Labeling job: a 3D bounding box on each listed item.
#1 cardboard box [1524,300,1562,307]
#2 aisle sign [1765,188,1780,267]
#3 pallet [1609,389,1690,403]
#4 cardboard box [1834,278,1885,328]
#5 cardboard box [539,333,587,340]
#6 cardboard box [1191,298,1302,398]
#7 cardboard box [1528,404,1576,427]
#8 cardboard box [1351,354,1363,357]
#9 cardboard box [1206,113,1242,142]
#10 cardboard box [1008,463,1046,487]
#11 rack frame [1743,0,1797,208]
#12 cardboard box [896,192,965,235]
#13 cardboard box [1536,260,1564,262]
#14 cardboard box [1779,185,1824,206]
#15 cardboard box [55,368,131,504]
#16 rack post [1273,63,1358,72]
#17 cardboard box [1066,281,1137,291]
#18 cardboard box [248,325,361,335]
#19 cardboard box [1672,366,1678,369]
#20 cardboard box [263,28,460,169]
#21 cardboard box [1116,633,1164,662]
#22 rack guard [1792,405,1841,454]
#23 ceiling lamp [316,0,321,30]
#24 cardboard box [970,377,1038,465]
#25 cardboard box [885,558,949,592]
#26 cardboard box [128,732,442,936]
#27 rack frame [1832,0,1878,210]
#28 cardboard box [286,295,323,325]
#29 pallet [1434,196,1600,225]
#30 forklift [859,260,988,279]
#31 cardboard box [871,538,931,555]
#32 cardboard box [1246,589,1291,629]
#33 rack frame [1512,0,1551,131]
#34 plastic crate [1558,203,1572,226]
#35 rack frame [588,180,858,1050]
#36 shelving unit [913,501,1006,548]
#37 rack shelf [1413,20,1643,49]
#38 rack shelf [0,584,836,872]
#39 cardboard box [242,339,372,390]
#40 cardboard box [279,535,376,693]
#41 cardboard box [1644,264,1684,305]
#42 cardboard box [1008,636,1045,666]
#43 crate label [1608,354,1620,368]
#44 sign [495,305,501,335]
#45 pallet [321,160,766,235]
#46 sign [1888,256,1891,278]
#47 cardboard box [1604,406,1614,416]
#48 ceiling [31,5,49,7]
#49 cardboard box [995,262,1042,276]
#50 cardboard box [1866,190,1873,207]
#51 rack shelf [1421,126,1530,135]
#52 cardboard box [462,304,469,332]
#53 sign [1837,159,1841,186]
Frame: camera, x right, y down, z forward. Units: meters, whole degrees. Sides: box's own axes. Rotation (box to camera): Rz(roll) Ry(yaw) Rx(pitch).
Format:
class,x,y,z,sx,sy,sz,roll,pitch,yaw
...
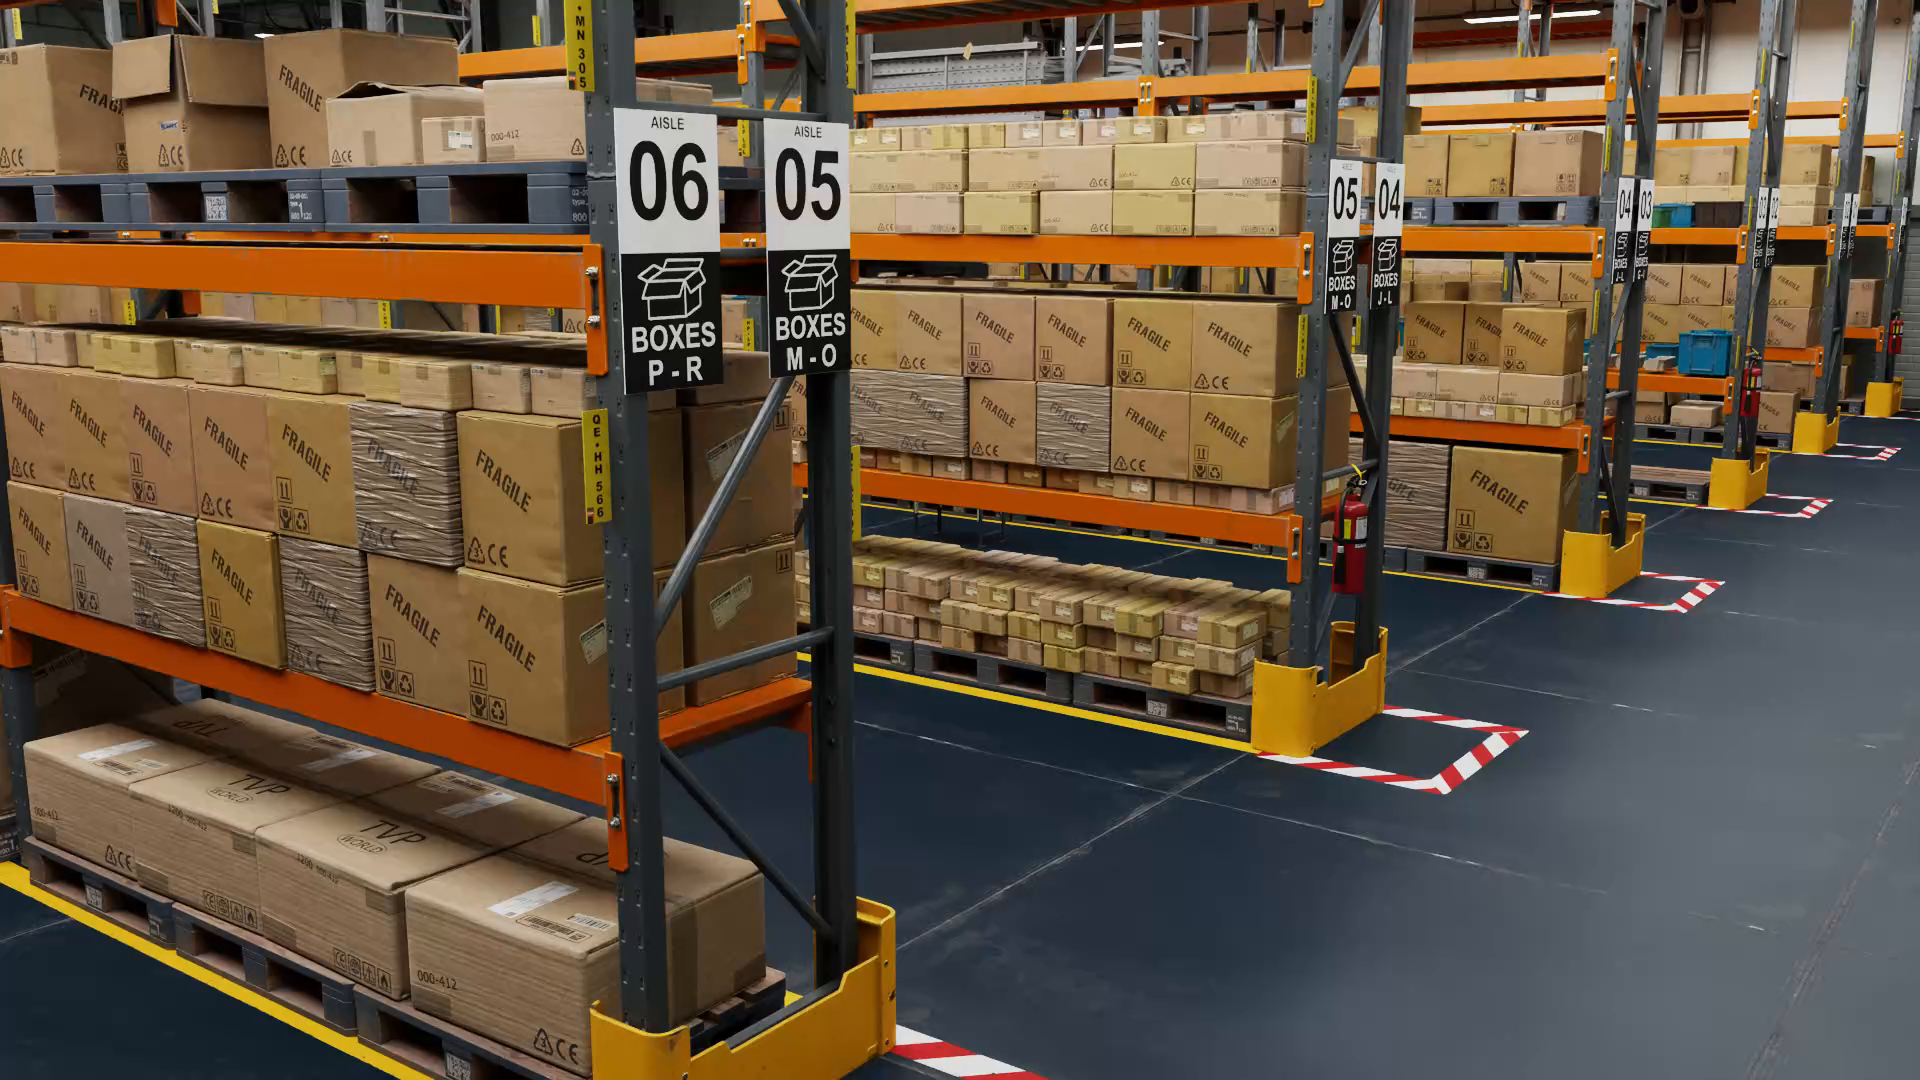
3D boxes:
class,x,y,z,sx,sy,sz,roll,pitch,yaw
cardboard box,8.052,-3.040,22.806,0.500,0.500,0.500,8,14,37
aisle sign,8.326,-3.196,17.031,0.004,0.787,0.394,8,13,36
pallet,11.298,-2.383,27.010,1.213,0.211,1.003,8,13,36
cardboard box,13.539,-3.603,25.184,0.700,0.700,0.980,9,14,38
cardboard box,-3.227,-1.608,13.654,0.250,0.149,0.380,8,14,37
cardboard box,1.627,-1.076,9.235,0.500,0.500,0.500,8,13,34
cardboard box,4.678,-0.991,13.136,0.250,0.149,0.380,8,14,37
cardboard box,3.277,-1.522,14.832,0.500,0.250,0.500,8,14,37
cardboard box,1.547,-2.249,9.108,0.250,0.149,0.380,8,14,36
cardboard box,0.503,-0.432,10.248,0.250,0.149,0.380,8,14,37
rack frame,8.092,-4.828,16.515,0.127,3.000,1.000,8,13,36
cardboard box,-0.047,-2.016,10.273,0.500,0.250,0.500,9,14,38
cardboard box,9.797,-4.495,27.512,0.500,0.250,0.500,8,14,37
cardboard box,10.462,-4.304,20.781,0.500,0.250,0.500,8,13,36
cardboard box,-3.286,-0.449,6.776,0.500,0.500,0.500,8,13,35
rack post,4.207,-5.340,19.361,0.954,0.300,0.937,8,13,34
cardboard box,1.416,-2.186,15.750,0.637,0.503,0.797,8,13,34
cardboard box,-2.712,-0.806,6.913,0.250,0.149,0.380,8,13,35
cardboard box,11.677,-2.671,26.636,0.500,0.500,0.700,8,13,35
cardboard box,-2.242,-1.634,6.270,0.500,0.500,0.500,8,14,37
cardboard box,1.128,0.597,9.883,0.250,0.149,0.380,7,13,33
rack guard,10.965,-1.422,21.284,0.348,0.500,1.175,8,13,36
ceiling lamp,-14.523,-12.218,39.345,0.800,3.185,2.000,8,13,36
cardboard box,0.406,-0.755,10.207,0.500,0.500,0.500,9,14,38
cardboard box,-0.283,0.232,10.985,0.250,0.149,0.380,8,13,34
cardboard box,-2.765,1.182,6.882,0.875,0.438,0.875,7,13,34
rack frame,11.027,-5.586,20.433,0.127,3.000,1.000,8,13,36
cardboard box,-5.485,-1.982,14.702,0.500,0.500,0.700,8,13,35
pallet,4.556,-2.635,13.312,1.213,0.211,1.003,8,13,36
forklift,-0.476,-2.067,18.220,3.031,2.935,1.130,-11,15,-44
cardboard box,-0.411,0.098,11.680,0.250,0.149,0.380,8,14,36
cardboard box,1.922,0.414,10.047,0.250,0.149,0.380,7,13,33
rack frame,7.803,-6.036,22.757,0.127,3.000,1.000,8,13,36
plastic crate,6.488,-3.594,18.343,0.530,0.282,0.437,8,13,36
rack frame,-0.706,0.393,5.323,0.127,3.000,1.000,8,13,36
shelving unit,-0.005,-0.737,15.111,0.755,1.500,0.431,8,13,36
rack shelf,9.120,-8.298,27.594,4.000,0.370,1.077,8,13,36
rack shelf,-2.318,0.521,6.554,4.000,0.370,1.077,8,13,36
cardboard box,-2.375,-0.643,6.073,0.250,0.149,0.380,8,14,37
cardboard box,-2.067,0.215,5.979,0.500,0.500,0.500,8,14,37
cardboard box,9.263,-3.361,21.828,0.500,0.500,0.500,8,14,37
cardboard box,0.508,0.655,10.368,0.250,0.149,0.380,8,14,37
crate label,6.863,-1.909,17.757,0.243,0.136,0.396,8,13,36
sign,-3.992,-1.890,14.281,0.005,0.325,0.100,8,13,36
pallet,-1.310,-1.118,5.470,1.213,0.211,1.003,8,13,36
sign,13.623,-4.003,24.371,0.005,0.325,0.100,8,13,36
cardboard box,8.716,-1.739,22.644,0.250,0.166,0.380,8,13,36
ceiling,-26.289,-14.887,44.818,6.000,0.001,6.000,8,13,36
cardboard box,0.993,-4.725,28.096,0.500,0.500,0.700,8,14,36
cardboard box,13.513,-5.173,25.223,0.500,0.250,0.500,9,14,38
rack shelf,6.191,-5.711,24.026,4.000,0.370,1.077,8,13,36
cardboard box,-6.061,-2.894,21.264,0.500,0.500,0.875,8,13,36
sign,10.682,-4.465,20.206,0.005,0.325,0.100,8,13,36
